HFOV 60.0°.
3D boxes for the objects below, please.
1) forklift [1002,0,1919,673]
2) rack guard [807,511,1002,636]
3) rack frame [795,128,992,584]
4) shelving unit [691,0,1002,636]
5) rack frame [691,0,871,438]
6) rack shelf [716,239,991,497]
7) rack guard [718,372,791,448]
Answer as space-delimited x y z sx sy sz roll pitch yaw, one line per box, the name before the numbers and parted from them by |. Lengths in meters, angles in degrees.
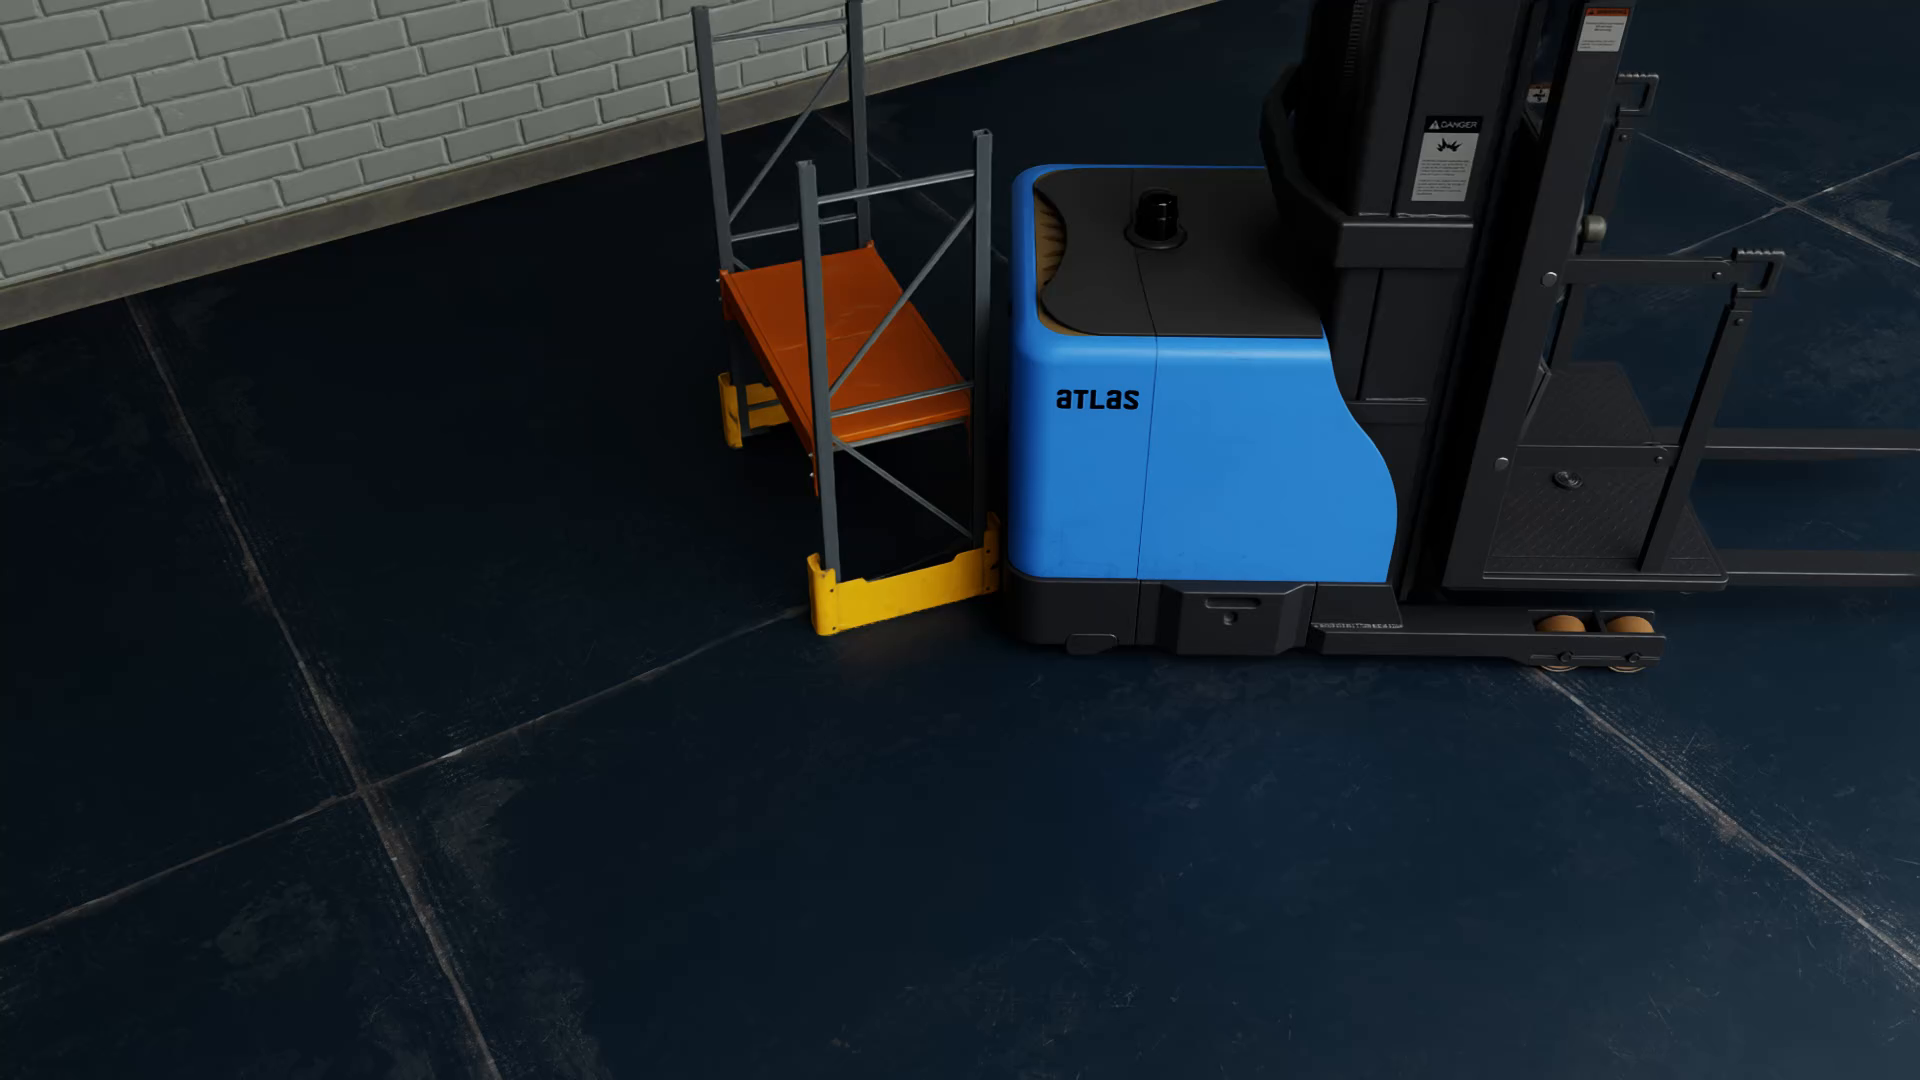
forklift | 1.646 -1.090 4.269 3.031 2.935 1.130 1 40 1
rack guard | -0.159 0.098 4.937 0.587 0.250 0.087 -14 42 -16
rack frame | -0.159 -0.381 4.536 0.500 1.500 0.032 -14 42 -16
shelving unit | -0.339 -0.679 4.893 0.587 1.500 1.083 -14 42 -16
rack frame | -0.526 -0.988 5.264 0.500 1.500 0.032 -14 42 -16
rack shelf | -0.343 -0.546 5.015 0.538 0.185 1.000 -14 42 -16
rack guard | -0.519 -0.496 5.650 0.587 0.250 0.087 -14 42 -16
